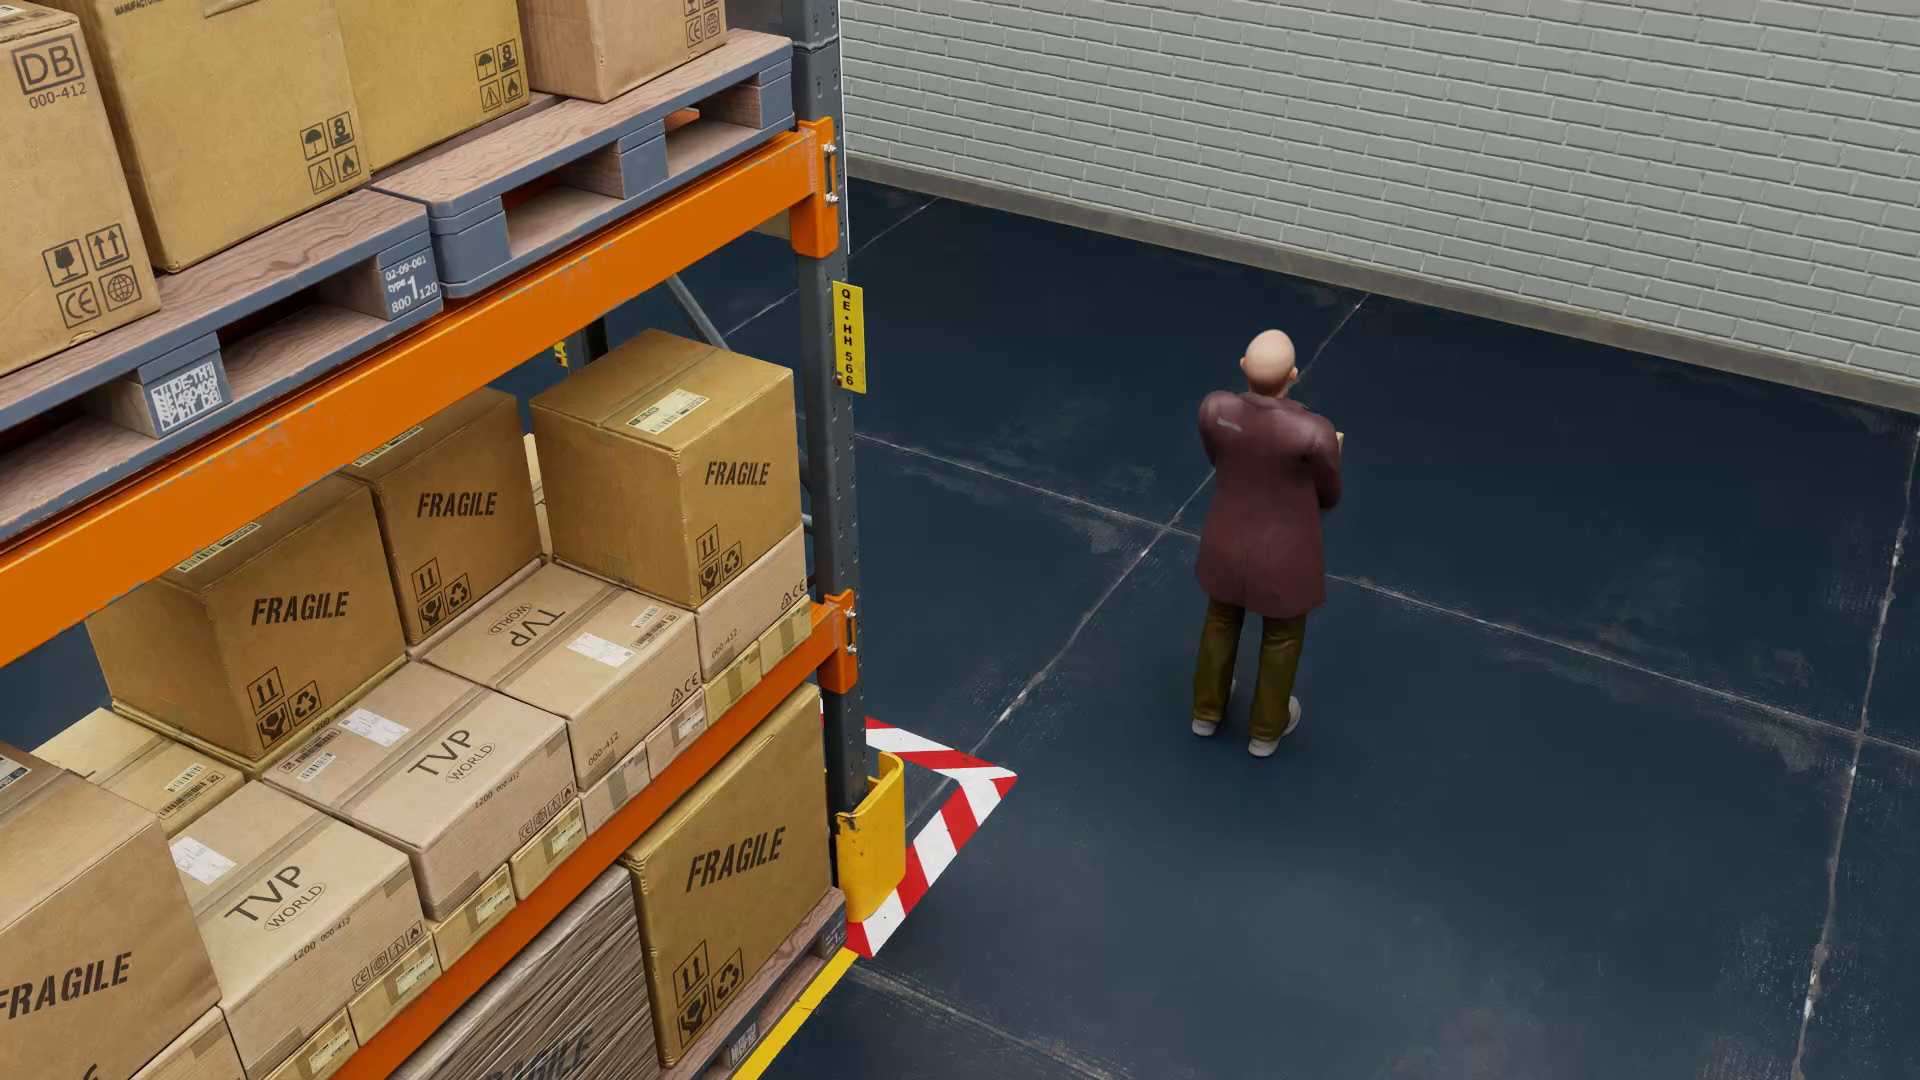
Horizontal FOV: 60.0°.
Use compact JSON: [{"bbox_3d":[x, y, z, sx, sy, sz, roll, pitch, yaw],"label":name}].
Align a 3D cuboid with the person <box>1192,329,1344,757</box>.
[{"bbox_3d":[1.159,-0.039,6.219,0.529,1.769,0.555,18,38,25],"label":"person"}]
